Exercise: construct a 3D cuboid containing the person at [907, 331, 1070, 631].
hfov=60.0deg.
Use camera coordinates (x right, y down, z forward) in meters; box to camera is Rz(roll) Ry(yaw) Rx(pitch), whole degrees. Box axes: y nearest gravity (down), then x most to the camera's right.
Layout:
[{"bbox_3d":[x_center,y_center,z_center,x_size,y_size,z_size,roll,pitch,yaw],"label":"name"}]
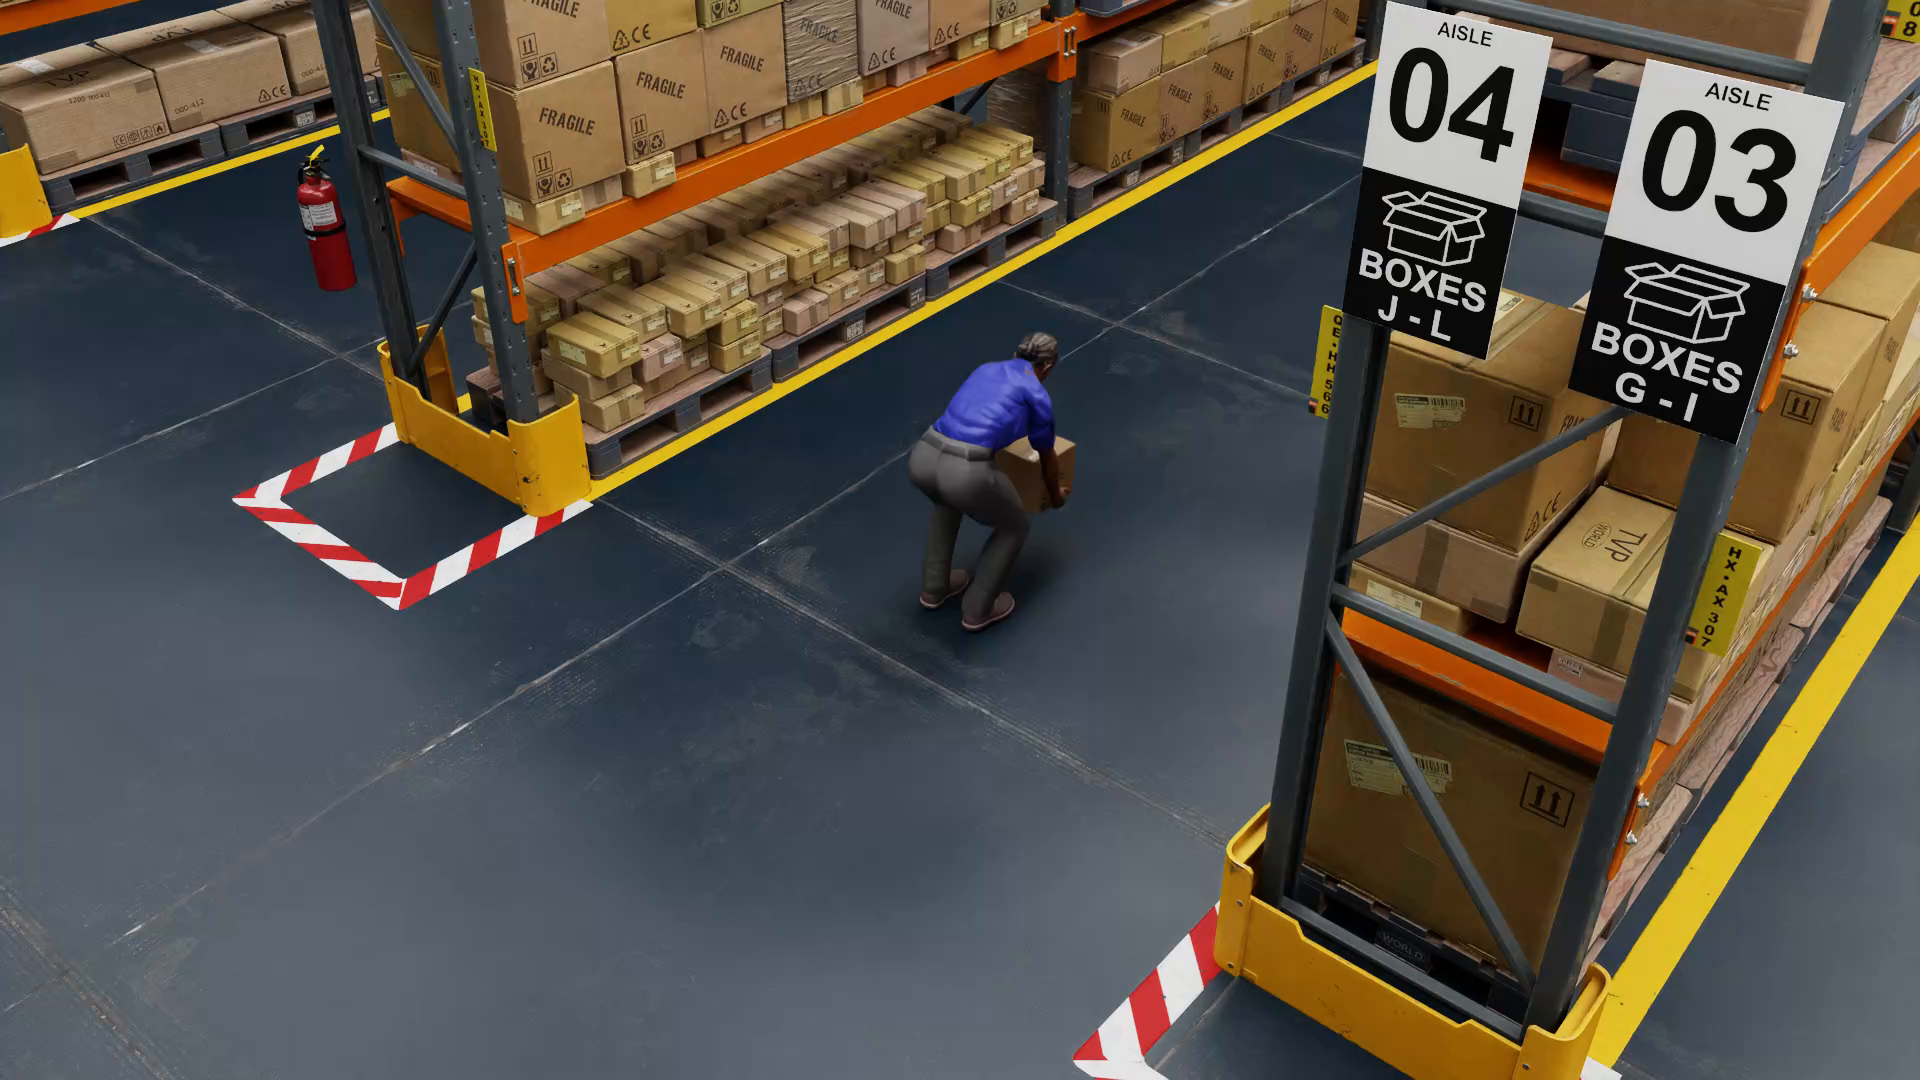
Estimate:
[{"bbox_3d":[0.136,-0.247,6.984,0.450,1.105,0.851,24,42,30],"label":"person"}]
